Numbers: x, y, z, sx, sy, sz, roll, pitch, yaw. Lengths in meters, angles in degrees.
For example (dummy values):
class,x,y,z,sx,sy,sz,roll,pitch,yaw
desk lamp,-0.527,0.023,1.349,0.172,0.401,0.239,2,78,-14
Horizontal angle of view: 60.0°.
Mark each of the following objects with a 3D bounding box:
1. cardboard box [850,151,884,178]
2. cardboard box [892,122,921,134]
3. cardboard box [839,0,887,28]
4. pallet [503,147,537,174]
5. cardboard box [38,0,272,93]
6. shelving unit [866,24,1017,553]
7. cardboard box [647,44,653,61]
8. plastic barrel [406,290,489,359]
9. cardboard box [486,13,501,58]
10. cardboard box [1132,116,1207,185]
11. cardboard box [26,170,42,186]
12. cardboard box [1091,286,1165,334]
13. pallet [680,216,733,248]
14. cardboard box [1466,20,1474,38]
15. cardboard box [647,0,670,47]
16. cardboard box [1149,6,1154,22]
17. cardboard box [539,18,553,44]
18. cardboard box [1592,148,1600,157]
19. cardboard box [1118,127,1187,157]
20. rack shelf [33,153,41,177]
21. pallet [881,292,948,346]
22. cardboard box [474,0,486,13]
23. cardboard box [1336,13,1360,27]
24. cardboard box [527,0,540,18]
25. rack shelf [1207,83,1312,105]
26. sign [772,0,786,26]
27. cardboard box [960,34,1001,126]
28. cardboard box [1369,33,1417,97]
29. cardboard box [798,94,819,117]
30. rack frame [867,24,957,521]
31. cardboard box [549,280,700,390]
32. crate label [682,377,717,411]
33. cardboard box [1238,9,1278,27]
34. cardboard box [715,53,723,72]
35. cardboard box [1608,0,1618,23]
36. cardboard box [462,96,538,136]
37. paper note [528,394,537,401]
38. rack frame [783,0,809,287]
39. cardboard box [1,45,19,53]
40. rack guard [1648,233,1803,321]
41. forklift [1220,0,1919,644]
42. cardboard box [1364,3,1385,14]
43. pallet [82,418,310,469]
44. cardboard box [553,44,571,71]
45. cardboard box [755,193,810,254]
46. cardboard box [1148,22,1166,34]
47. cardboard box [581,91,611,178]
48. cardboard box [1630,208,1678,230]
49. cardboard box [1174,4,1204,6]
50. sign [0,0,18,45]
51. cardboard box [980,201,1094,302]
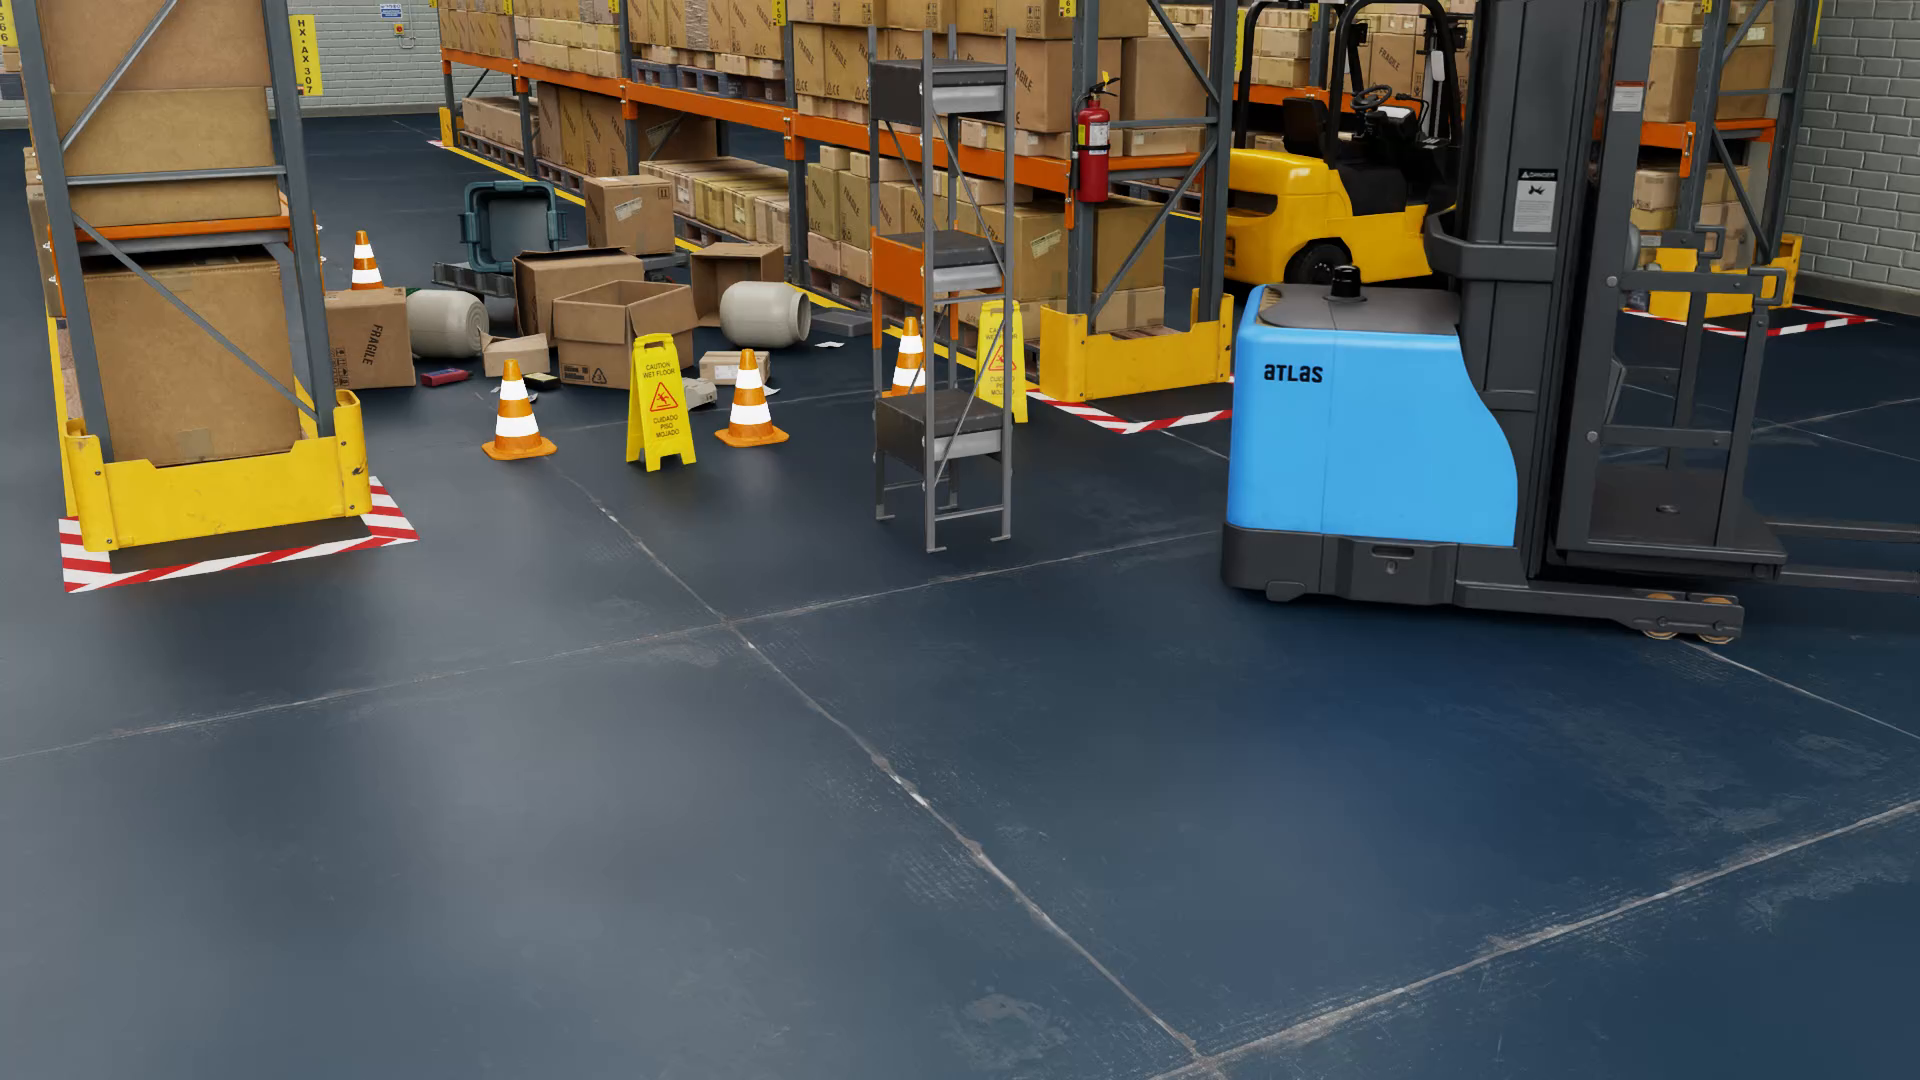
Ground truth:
class,x,y,z,sx,sy,sz,roll,pitch,yaw
cardboard box,-0.537,-2.607,11.515,0.380,0.149,0.250,-9,21,-25
cardboard box,-0.221,-2.755,10.902,0.380,0.149,0.250,-10,21,-27
cardboard box,-0.376,-3.653,10.977,0.700,0.500,0.500,-11,22,-28
pallet,-4.923,-4.659,20.310,1.003,0.211,1.213,-10,21,-27
cardboard box,-3.383,-2.200,7.024,0.875,0.550,0.550,-10,21,-27
shelving unit,-0.079,-1.040,6.927,0.431,2.100,0.503,-10,21,-27
cardboard box,-2.636,-4.470,15.229,0.380,0.149,0.250,-11,22,-30
plastic barrel,-3.252,-1.349,10.391,0.512,0.421,0.421,4,19,11
cardboard box,-5.325,-6.035,19.868,0.500,0.500,0.500,-11,22,-28
cardboard box,2.236,-4.077,17.345,0.875,0.625,0.625,-9,21,-25
cardboard box,-5.969,-2.232,11.805,1.050,0.750,0.750,-10,21,-27
cardboard box,0.928,-1.475,10.380,0.500,0.250,0.500,-10,21,-27
pallet,-1.786,-2.706,14.651,1.003,0.211,1.213,-10,21,-27
cardboard box,4.171,-3.995,12.963,0.380,0.149,0.250,-10,22,-28
cardboard box,-2.468,-4.672,14.818,0.500,0.500,0.500,-9,21,-24
cardboard box,2.081,-5.299,16.741,0.380,0.149,0.250,-10,21,-26
cardboard box,-4.182,-5.448,17.785,0.500,0.250,0.500,-10,21,-26
cardboard box,4.904,-2.899,12.973,0.500,0.250,0.500,-10,21,-27
cardboard box,1.088,-2.313,9.621,0.380,0.149,0.250,-10,21,-26
rack shelf,-6.090,-2.889,12.008,1.077,0.370,4.000,-10,21,-27
pallet,0.101,-1.594,11.428,1.003,0.211,1.213,-10,21,-27
cardboard box,-5.582,-6.651,20.122,0.500,0.500,0.500,-10,21,-26
cardboard box,3.454,-4.442,14.258,0.380,0.149,0.250,-10,22,-28
cardboard box,-4.409,-5.954,18.103,0.500,0.500,0.500,-10,21,-27
rack shelf,2.585,-4.455,16.545,1.077,0.370,4.000,-10,21,-27
sign,-1.319,-3.911,12.092,0.100,0.325,0.005,-10,21,-27
cardboard box,0.334,-2.748,9.886,0.500,0.500,0.500,-10,21,-27
cardboard box,3.777,-3.953,13.835,0.500,0.500,0.500,-10,21,-26
cardboard box,-0.965,-3.192,12.167,0.380,0.149,0.250,-10,21,-27
rack frame,-0.194,-1.110,7.130,0.400,2.100,0.015,-10,21,-27
cardboard box,-1.995,-1.234,9.937,0.637,0.503,0.797,7,20,20
crate label,-1.515,-0.819,9.295,0.298,0.136,0.250,11,22,30
cardboard box,2.727,-4.843,15.419,0.380,0.149,0.250,-11,22,-28
cardboard box,-1.791,-3.930,13.664,0.380,0.149,0.250,-10,21,-27
cardboard box,4.786,-3.774,11.866,0.380,0.149,0.250,-9,21,-25
cardboard box,-6.129,-5.709,22.361,0.875,0.438,0.875,-11,22,-28
paper note,-2.472,-0.803,9.415,0.144,0.017,0.142,-3,19,-8
rack frame,-0.832,-3.451,12.532,1.000,3.000,0.127,-10,21,-27
cardboard box,-7.675,-4.095,13.685,0.380,0.149,0.250,-9,21,-26
rack guard,5.445,-1.884,11.824,1.175,0.500,0.348,-10,21,-27
forklift,2.584,-1.198,6.110,3.031,2.935,1.130,4,19,12
cardboard box,3.644,-4.519,14.026,0.380,0.149,0.250,-10,21,-26
pallet,-3.689,-0.406,7.984,1.003,0.211,1.213,-10,21,-27
cardboard box,-3.949,-5.066,17.444,0.500,0.250,0.500,-10,22,-28
cardboard box,-1.083,-2.557,13.328,0.950,0.372,0.625,-10,21,-26
cardboard box,2.100,-5.072,16.695,0.500,0.250,0.500,-11,22,-28
cardboard box,-3.406,-4.261,17.494,0.875,0.875,0.875,-10,21,-26
cardboard box,4.928,-2.299,11.999,0.500,0.250,0.500,-10,22,-27
cardboard box,2.438,-5.459,17.206,0.380,0.149,0.250,-10,22,-28
sign,-3.725,-2.086,6.439,0.100,0.325,0.005,-10,21,-27
cardboard box,0.458,-1.745,10.012,0.500,0.500,0.500,-10,21,-26
